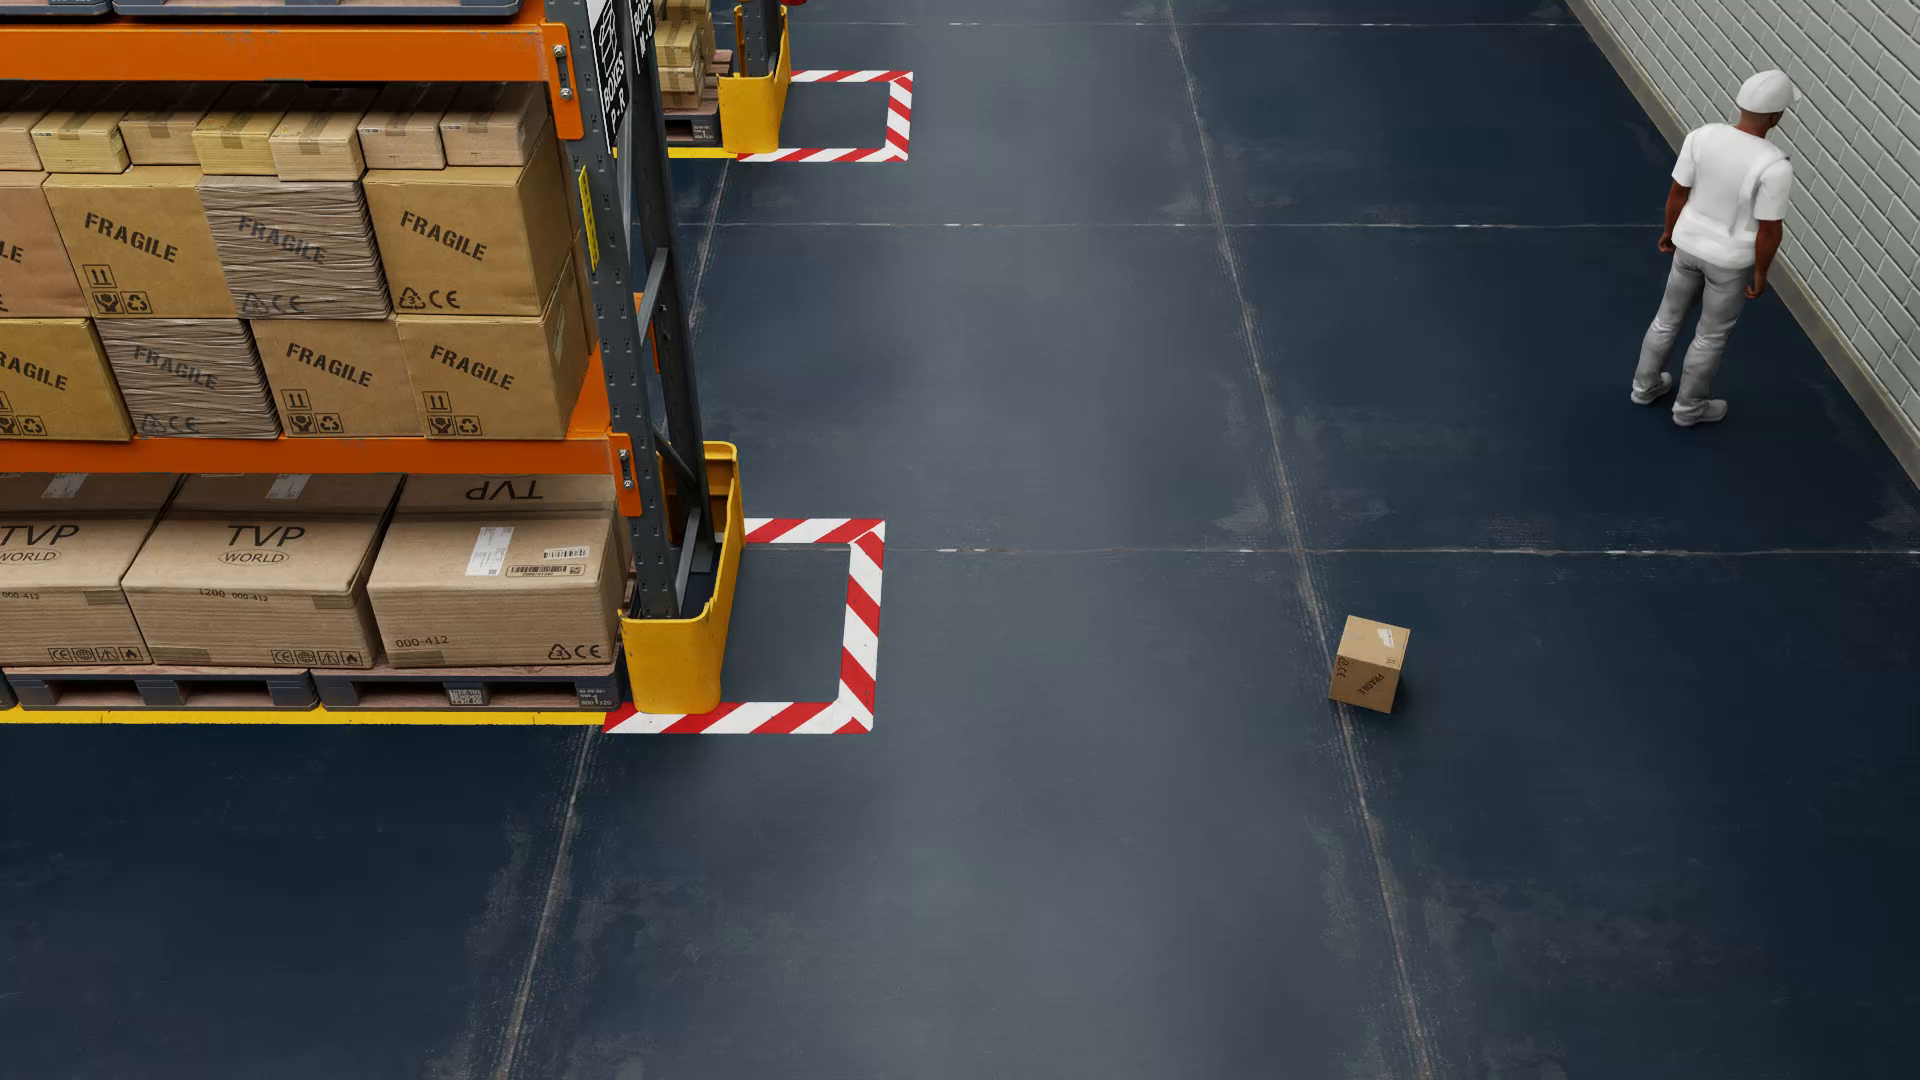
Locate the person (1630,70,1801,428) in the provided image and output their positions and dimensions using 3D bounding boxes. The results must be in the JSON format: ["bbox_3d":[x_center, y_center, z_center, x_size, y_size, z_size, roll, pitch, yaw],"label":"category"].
[{"bbox_3d":[3.555,-1.360,7.789,0.380,1.771,0.568,-24,45,-27],"label":"person"}]
